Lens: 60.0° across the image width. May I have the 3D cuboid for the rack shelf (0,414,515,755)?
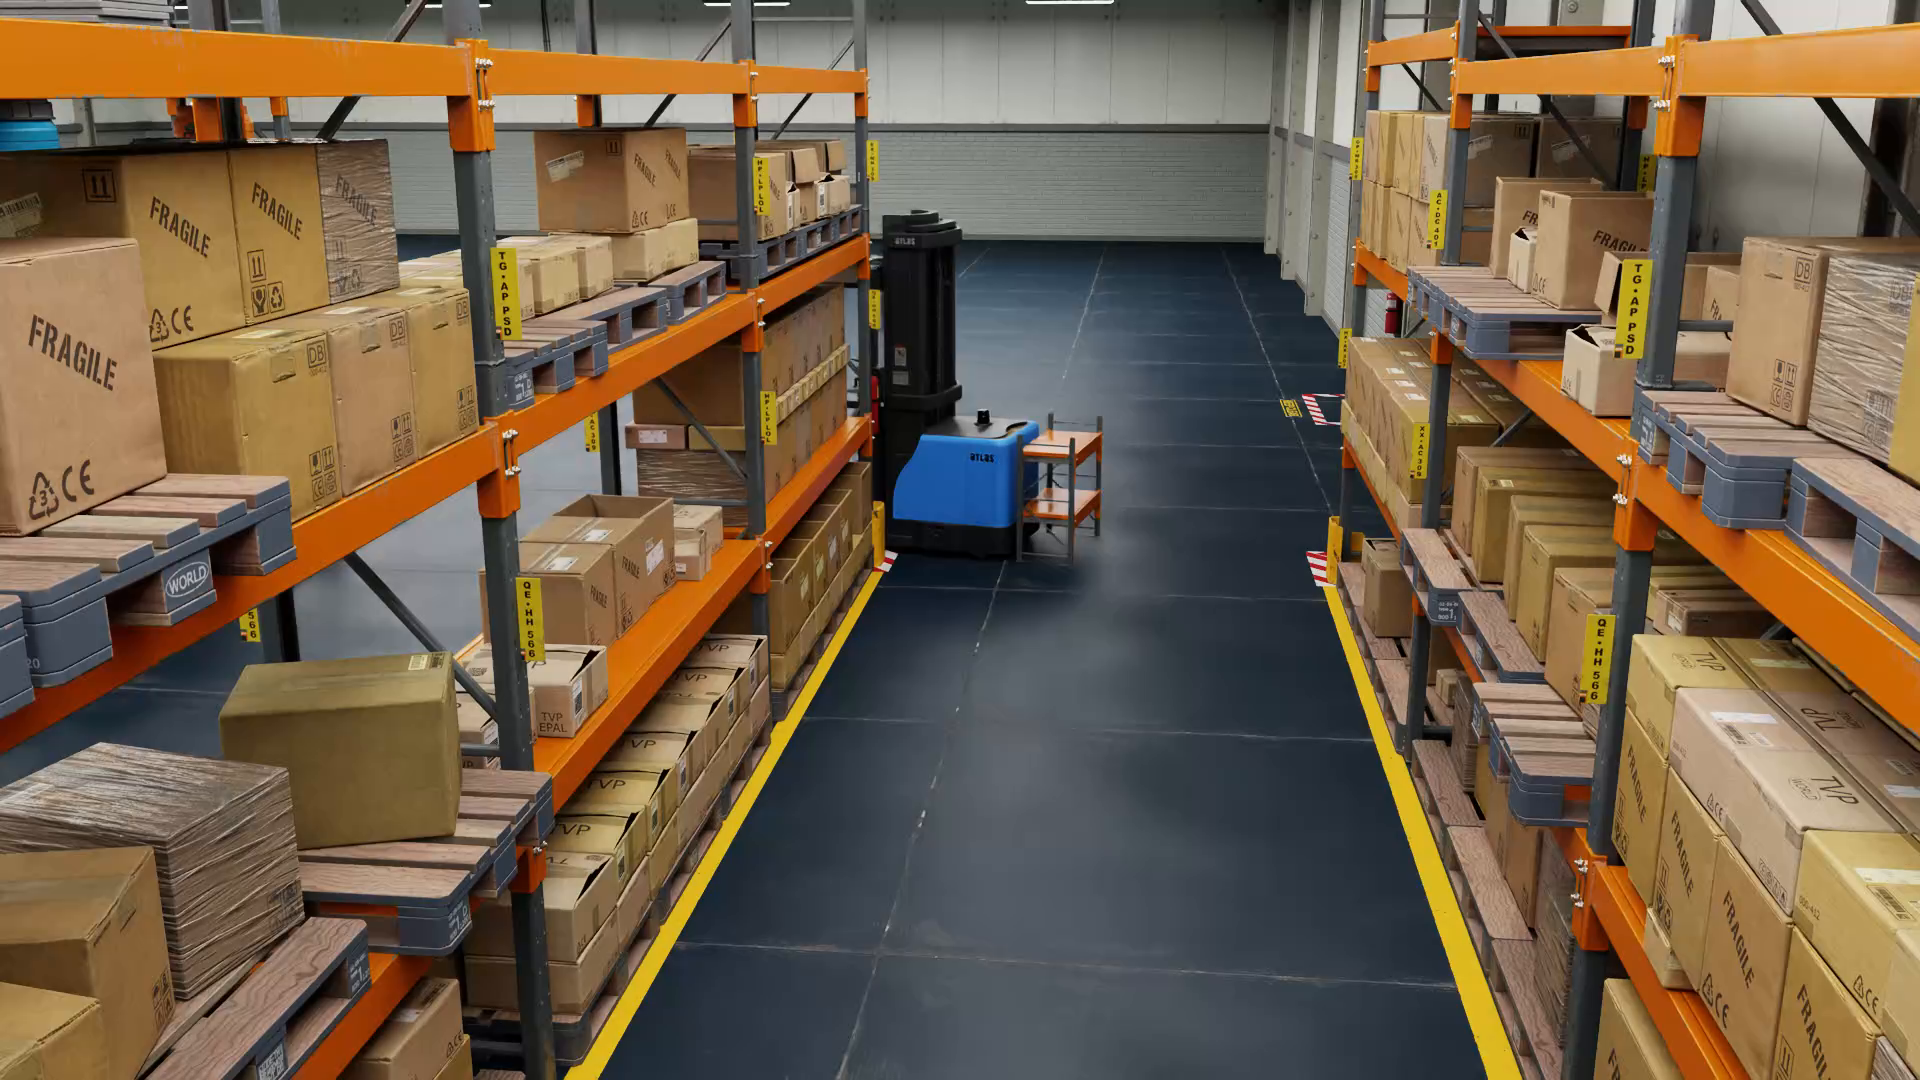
[{"bbox_3d":[-2.380,0.225,4.216,1.077,0.370,4.000,2,15,6],"label":"rack shelf"}]

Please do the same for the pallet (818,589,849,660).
[{"bbox_3d":[-1.437,0.593,12.564,1.003,0.211,1.213,2,15,6],"label":"pallet"}]

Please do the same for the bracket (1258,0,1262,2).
[{"bbox_3d":[7.798,-14.063,43.035,0.235,0.232,0.430,2,15,6],"label":"bracket"}]

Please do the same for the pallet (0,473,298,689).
[{"bbox_3d":[-2.349,0.051,3.841,1.213,0.211,1.003,2,15,6],"label":"pallet"}]

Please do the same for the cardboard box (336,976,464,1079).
[{"bbox_3d":[-2.029,1.703,5.626,0.500,0.250,0.500,2,15,8],"label":"cardboard box"}]

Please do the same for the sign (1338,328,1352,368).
[{"bbox_3d":[3.131,-1.557,13.515,0.100,0.325,0.005,2,15,6],"label":"sign"}]

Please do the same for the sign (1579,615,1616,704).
[{"bbox_3d":[2.227,0.418,5.805,0.100,0.325,0.005,2,15,6],"label":"sign"}]

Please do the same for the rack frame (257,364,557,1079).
[{"bbox_3d":[-2.155,0.807,6.432,1.000,3.000,0.127,2,15,6],"label":"rack frame"}]

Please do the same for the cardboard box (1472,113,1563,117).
[{"bbox_3d":[3.689,-2.593,11.113,0.500,0.500,0.500,2,15,6],"label":"cardboard box"}]

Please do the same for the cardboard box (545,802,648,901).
[{"bbox_3d":[-1.753,1.397,7.638,0.500,0.311,0.500,1,15,5],"label":"cardboard box"}]

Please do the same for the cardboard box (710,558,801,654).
[{"bbox_3d":[-1.340,0.421,10.885,0.500,0.500,0.500,2,15,6],"label":"cardboard box"}]

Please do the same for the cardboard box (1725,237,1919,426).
[{"bbox_3d":[2.771,-0.632,4.971,0.700,0.500,0.500,1,15,2],"label":"cardboard box"}]

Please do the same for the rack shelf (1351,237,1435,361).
[{"bbox_3d":[3.445,-1.705,11.353,1.077,0.370,4.000,2,15,6],"label":"rack shelf"}]

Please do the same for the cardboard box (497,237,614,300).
[{"bbox_3d":[-1.980,-1.315,8.014,0.500,0.250,0.500,0,15,2],"label":"cardboard box"}]

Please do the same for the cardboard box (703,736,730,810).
[{"bbox_3d":[-1.578,1.274,9.167,0.500,0.250,0.500,2,15,8],"label":"cardboard box"}]

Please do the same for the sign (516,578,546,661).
[{"bbox_3d":[-1.615,0.300,6.241,0.100,0.325,0.005,2,15,6],"label":"sign"}]

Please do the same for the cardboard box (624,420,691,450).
[{"bbox_3d":[-1.886,-0.669,10.455,0.380,0.149,0.250,2,15,6],"label":"cardboard box"}]

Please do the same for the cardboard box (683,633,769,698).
[{"bbox_3d":[-1.464,0.737,10.080,0.500,0.311,0.500,2,15,6],"label":"cardboard box"}]

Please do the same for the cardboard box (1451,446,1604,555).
[{"bbox_3d":[3.128,-0.215,9.177,0.700,0.500,0.500,2,15,6],"label":"cardboard box"}]

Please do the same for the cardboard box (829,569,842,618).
[{"bbox_3d":[-1.176,0.394,12.423,0.500,0.250,0.500,2,15,6],"label":"cardboard box"}]

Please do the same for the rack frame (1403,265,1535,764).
[{"bbox_3d":[3.219,-0.086,9.732,1.000,3.000,0.127,2,15,6],"label":"rack frame"}]

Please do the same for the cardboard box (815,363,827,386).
[{"bbox_3d":[-1.223,-1.257,12.631,0.380,0.149,0.250,2,15,8],"label":"cardboard box"}]

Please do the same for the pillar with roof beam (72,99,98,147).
[{"bbox_3d":[-19.185,-12.394,43.758,9.100,9.000,0.548,2,15,6],"label":"pillar with roof beam"}]

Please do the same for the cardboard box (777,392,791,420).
[{"bbox_3d":[-1.367,-0.921,11.387,0.380,0.149,0.250,1,15,4],"label":"cardboard box"}]

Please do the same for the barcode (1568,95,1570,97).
[{"bbox_3d":[3.803,-2.799,10.379,0.001,0.075,0.075,2,15,6],"label":"barcode"}]

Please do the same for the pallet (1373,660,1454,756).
[{"bbox_3d":[3.260,1.085,10.744,1.003,0.211,1.213,2,15,6],"label":"pallet"}]

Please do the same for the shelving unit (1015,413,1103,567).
[{"bbox_3d":[0.887,-0.463,14.721,0.538,1.125,1.048,5,16,17],"label":"shelving unit"}]

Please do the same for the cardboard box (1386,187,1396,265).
[{"bbox_3d":[3.194,-2.137,11.342,0.500,0.500,0.500,3,15,10],"label":"cardboard box"}]

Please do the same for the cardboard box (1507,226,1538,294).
[{"bbox_3d":[3.008,-1.394,8.191,0.500,0.311,0.500,2,15,8],"label":"cardboard box"}]

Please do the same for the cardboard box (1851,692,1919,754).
[{"bbox_3d":[2.912,0.648,4.784,0.500,0.250,0.500,1,15,4],"label":"cardboard box"}]

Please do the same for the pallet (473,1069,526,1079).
[{"bbox_3d":[-2.277,2.345,6.084,1.003,0.211,1.213,2,15,6],"label":"pallet"}]

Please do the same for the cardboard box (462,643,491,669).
[{"bbox_3d":[-2.067,0.596,7.694,0.380,0.149,0.250,3,15,10],"label":"cardboard box"}]

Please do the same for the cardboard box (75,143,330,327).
[{"bbox_3d":[-2.268,-0.927,4.990,0.500,0.500,0.500,2,15,6],"label":"cardboard box"}]

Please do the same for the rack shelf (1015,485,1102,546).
[{"bbox_3d":[0.887,-0.227,14.785,0.538,0.278,1.000,5,16,17],"label":"rack shelf"}]

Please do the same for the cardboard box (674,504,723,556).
[{"bbox_3d":[-1.716,-0.029,9.811,0.500,0.250,0.500,3,15,10],"label":"cardboard box"}]

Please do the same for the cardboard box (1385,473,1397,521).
[{"bbox_3d":[3.036,-0.284,10.714,0.500,0.250,0.500,2,15,7],"label":"cardboard box"}]

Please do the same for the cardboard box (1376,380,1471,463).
[{"bbox_3d":[3.083,-0.777,11.100,0.500,0.500,0.500,1,15,5],"label":"cardboard box"}]

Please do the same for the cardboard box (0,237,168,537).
[{"bbox_3d":[-2.328,-0.377,3.877,0.600,0.600,0.600,1,15,4],"label":"cardboard box"}]

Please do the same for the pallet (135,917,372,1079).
[{"bbox_3d":[-2.370,1.404,4.591,1.003,0.211,1.213,2,15,6],"label":"pallet"}]

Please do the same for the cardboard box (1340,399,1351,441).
[{"bbox_3d":[3.300,-0.943,13.153,0.500,0.250,0.500,1,15,5],"label":"cardboard box"}]

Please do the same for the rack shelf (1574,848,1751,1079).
[{"bbox_3d":[2.542,1.818,4.071,1.077,0.370,4.000,2,15,6],"label":"rack shelf"}]

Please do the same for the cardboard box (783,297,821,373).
[{"bbox_3d":[-1.433,-1.541,12.437,0.700,0.500,0.500,2,15,6],"label":"cardboard box"}]

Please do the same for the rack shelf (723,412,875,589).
[{"bbox_3d":[-1.478,-0.402,12.281,1.077,0.370,4.000,2,15,6],"label":"rack shelf"}]

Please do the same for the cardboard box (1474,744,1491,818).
[{"bbox_3d":[3.144,1.236,8.792,0.700,0.500,0.500,1,15,5],"label":"cardboard box"}]

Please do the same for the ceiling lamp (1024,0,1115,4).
[{"bbox_3d":[2.471,-13.555,36.867,2.000,3.185,0.800,2,15,6],"label":"ceiling lamp"}]

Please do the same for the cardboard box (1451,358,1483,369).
[{"bbox_3d":[3.708,-1.029,12.035,0.500,0.500,0.500,1,15,5],"label":"cardboard box"}]

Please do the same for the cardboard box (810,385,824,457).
[{"bbox_3d":[-1.434,-0.931,12.666,0.700,0.500,0.500,2,15,7],"label":"cardboard box"}]

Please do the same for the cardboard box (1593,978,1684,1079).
[{"bbox_3d":[2.554,1.974,5.430,0.750,0.750,0.750,1,15,6],"label":"cardboard box"}]

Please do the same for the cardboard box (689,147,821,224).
[{"bbox_3d":[-1.392,-2.422,11.356,0.797,0.503,0.637,3,16,12],"label":"cardboard box"}]

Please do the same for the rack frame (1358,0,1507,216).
[{"bbox_3d":[3.670,-4.019,12.786,1.000,3.000,0.127,2,15,6],"label":"rack frame"}]

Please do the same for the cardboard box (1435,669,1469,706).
[{"bbox_3d":[3.250,0.930,10.561,0.380,0.166,0.250,0,15,-1],"label":"cardboard box"}]

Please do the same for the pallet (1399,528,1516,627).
[{"bbox_3d":[2.988,0.201,9.040,1.003,0.211,1.213,2,15,6],"label":"pallet"}]

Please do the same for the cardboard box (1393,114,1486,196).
[{"bbox_3d":[3.106,-2.490,10.734,0.500,0.500,0.500,1,15,4],"label":"cardboard box"}]

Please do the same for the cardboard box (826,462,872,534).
[{"bbox_3d":[-1.017,-0.358,13.764,0.500,0.500,0.500,2,15,6],"label":"cardboard box"}]

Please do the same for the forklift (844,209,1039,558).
[{"bbox_3d":[-0.844,-1.472,14.990,3.031,2.935,1.130,5,16,19],"label":"forklift"}]

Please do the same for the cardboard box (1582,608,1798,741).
[{"bbox_3d":[2.811,0.569,6.277,0.700,0.500,0.500,0,15,0],"label":"cardboard box"}]

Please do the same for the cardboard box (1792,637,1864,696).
[{"bbox_3d":[2.974,0.514,5.280,0.500,0.250,0.500,2,15,8],"label":"cardboard box"}]

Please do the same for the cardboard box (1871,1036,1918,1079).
[{"bbox_3d":[2.231,1.398,3.446,0.500,0.500,0.500,2,15,6],"label":"cardboard box"}]
